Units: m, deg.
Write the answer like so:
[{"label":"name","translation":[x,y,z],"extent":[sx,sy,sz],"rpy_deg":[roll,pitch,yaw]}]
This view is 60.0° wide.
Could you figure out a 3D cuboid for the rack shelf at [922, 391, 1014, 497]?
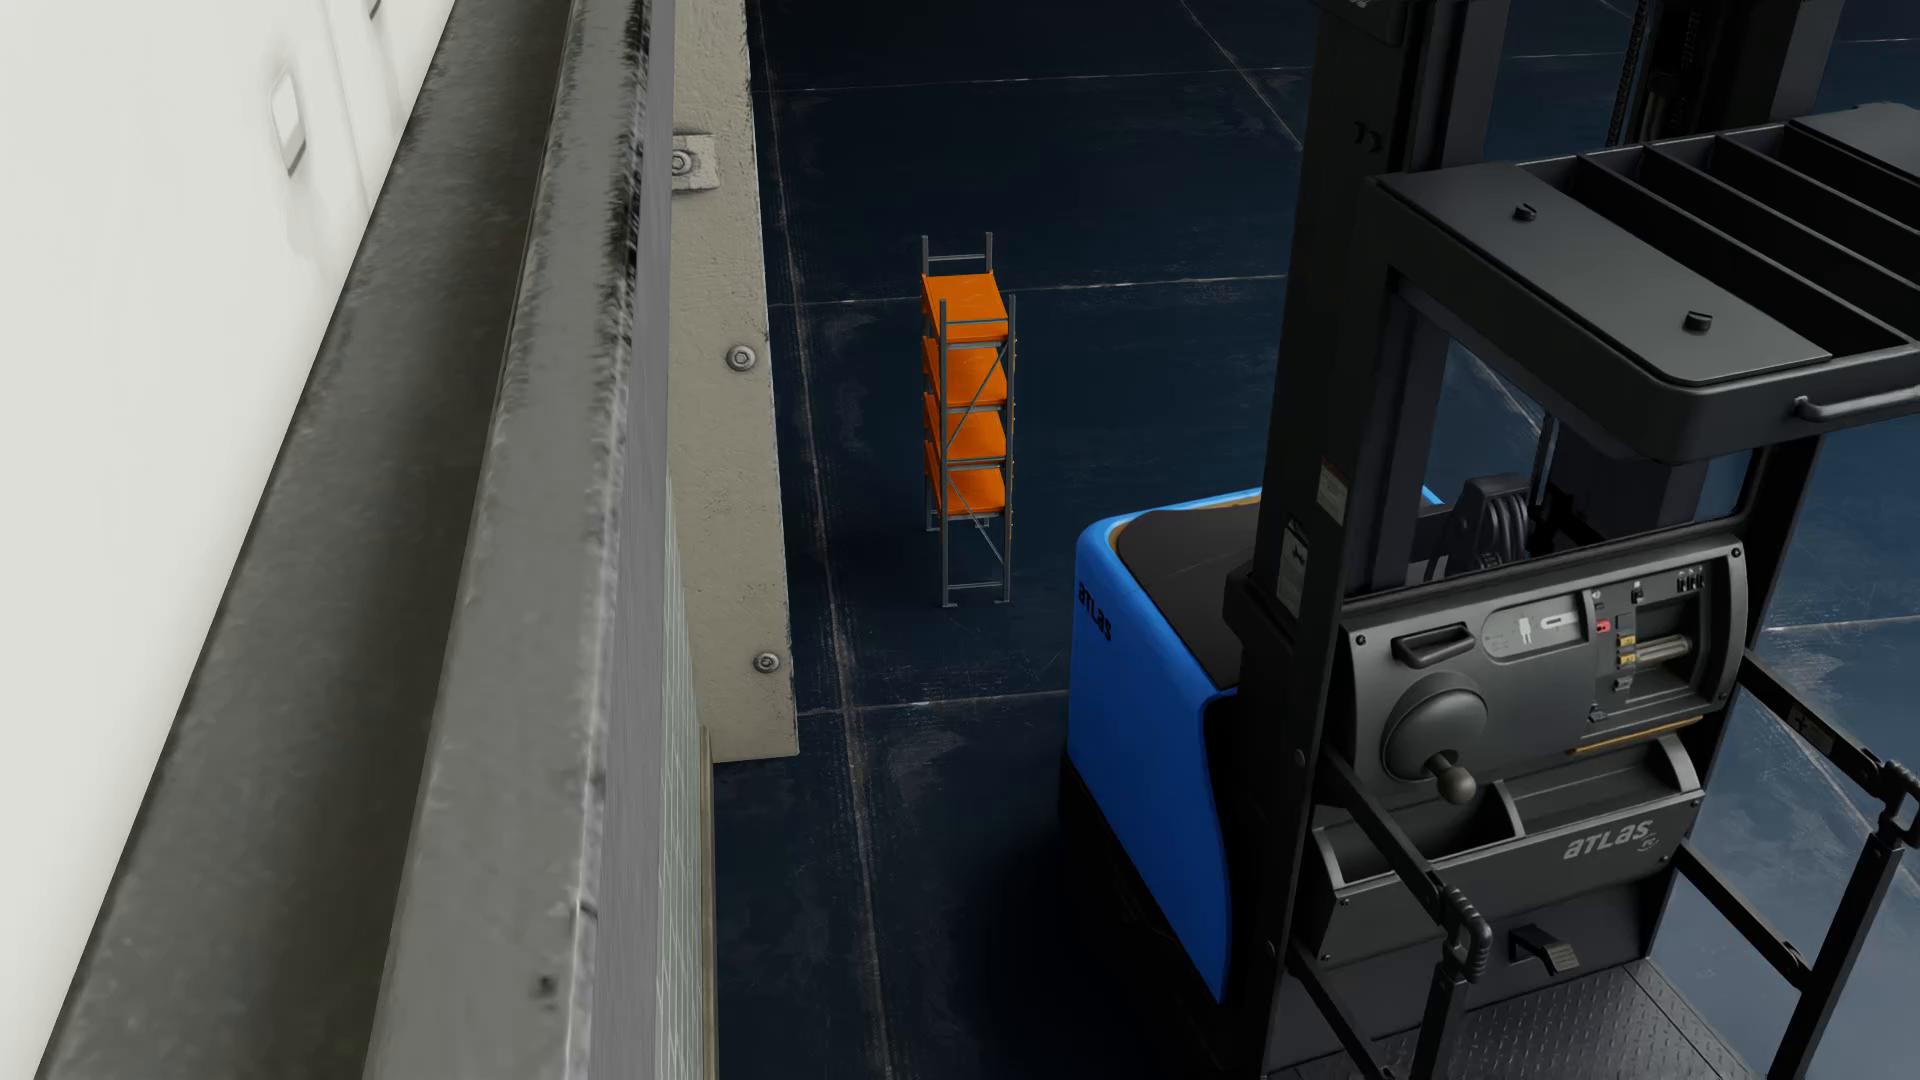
[{"label":"rack shelf","translation":[0.022,-0.348,5.814],"extent":[0.258,0.148,0.480],"rpy_deg":[-4,35,-6]}]

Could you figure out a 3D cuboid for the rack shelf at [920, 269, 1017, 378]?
[{"label":"rack shelf","translation":[0.022,-0.728,5.555],"extent":[0.258,0.148,0.480],"rpy_deg":[-4,35,-6]}]

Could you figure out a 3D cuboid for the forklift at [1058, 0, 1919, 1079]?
[{"label":"forklift","translation":[1.262,0.321,3.176],"extent":[1.130,2.935,3.031],"rpy_deg":[-11,36,-16]}]

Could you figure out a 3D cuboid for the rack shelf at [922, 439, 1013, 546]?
[{"label":"rack shelf","translation":[0.022,-0.184,5.926],"extent":[0.258,0.148,0.480],"rpy_deg":[-4,35,-6]}]

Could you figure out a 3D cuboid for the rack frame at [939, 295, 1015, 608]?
[{"label":"rack frame","translation":[0.055,-0.267,5.577],"extent":[0.240,1.200,0.015],"rpy_deg":[-4,35,-6]}]

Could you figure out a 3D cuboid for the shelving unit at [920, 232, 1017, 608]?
[{"label":"shelving unit","translation":[0.022,-0.403,5.777],"extent":[0.258,1.200,0.503],"rpy_deg":[-4,35,-6]}]

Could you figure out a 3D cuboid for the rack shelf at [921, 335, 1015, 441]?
[{"label":"rack shelf","translation":[0.022,-0.533,5.688],"extent":[0.258,0.148,0.480],"rpy_deg":[-4,35,-6]}]

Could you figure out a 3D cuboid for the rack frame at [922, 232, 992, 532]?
[{"label":"rack frame","translation":[-0.011,-0.540,5.976],"extent":[0.240,1.200,0.015],"rpy_deg":[-4,35,-6]}]

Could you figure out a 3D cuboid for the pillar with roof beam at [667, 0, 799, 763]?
[{"label":"pillar with roof beam","translation":[3.579,-3.465,3.343],"extent":[9.100,9.000,0.400],"rpy_deg":[-4,35,-6]}]
